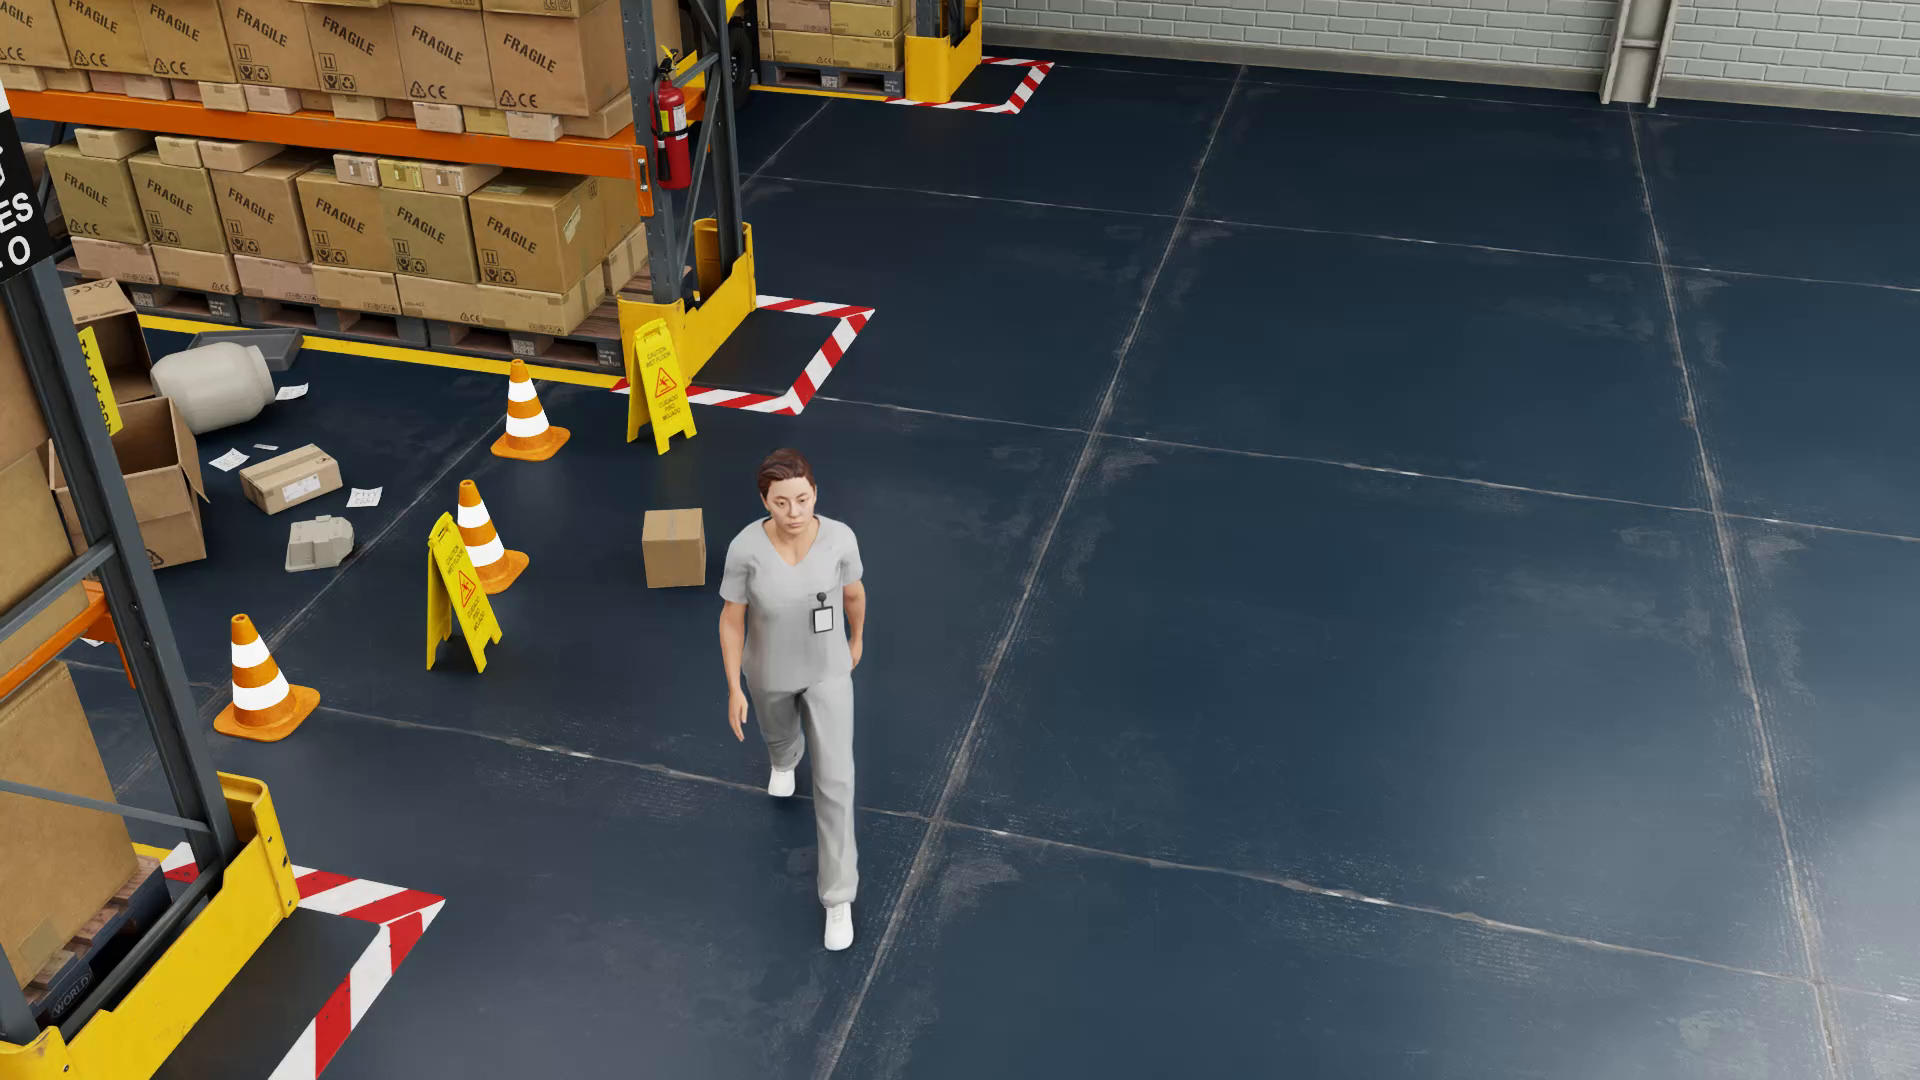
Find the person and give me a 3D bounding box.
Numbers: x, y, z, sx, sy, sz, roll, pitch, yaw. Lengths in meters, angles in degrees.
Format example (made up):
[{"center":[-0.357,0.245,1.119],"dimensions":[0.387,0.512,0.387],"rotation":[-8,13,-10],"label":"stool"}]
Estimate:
[{"center":[-0.537,0.431,5.472],"dimensions":[0.473,1.610,1.047],"rotation":[-3,33,-4],"label":"person"}]
